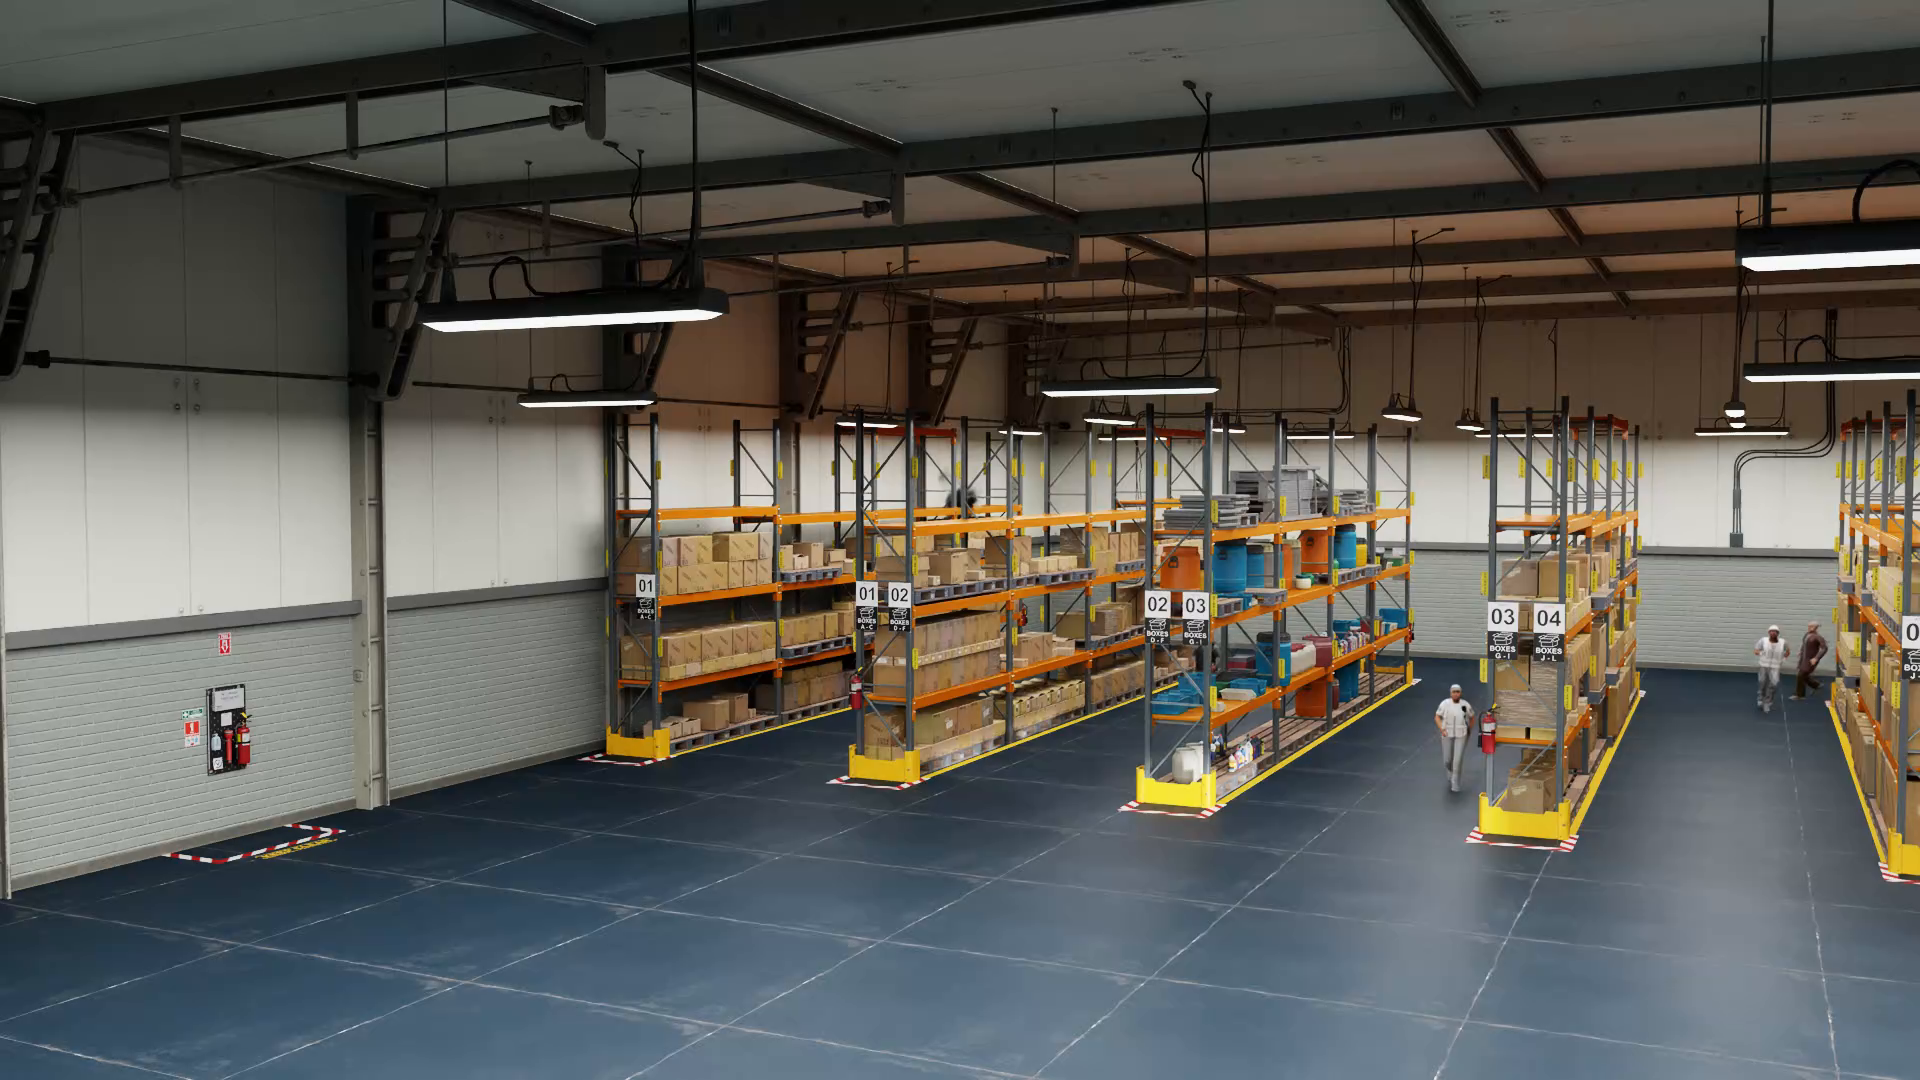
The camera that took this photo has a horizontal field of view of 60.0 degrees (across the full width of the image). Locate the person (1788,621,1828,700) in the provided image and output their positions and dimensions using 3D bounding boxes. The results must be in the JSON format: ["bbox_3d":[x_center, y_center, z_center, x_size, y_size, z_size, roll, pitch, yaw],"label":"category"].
[{"bbox_3d":[18.455,2.621,35.983,0.829,1.739,0.764,0,2,-7],"label":"person"}]

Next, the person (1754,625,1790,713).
[{"bbox_3d":[16.824,2.680,34.480,0.677,1.830,0.735,1,3,26],"label":"person"}]

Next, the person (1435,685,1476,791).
[{"bbox_3d":[7.810,3.092,26.228,0.612,1.645,0.672,1,3,20],"label":"person"}]

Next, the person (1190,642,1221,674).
[{"bbox_3d":[5.083,2.716,34.438,0.656,1.673,0.607,1,2,15],"label":"person"}]
